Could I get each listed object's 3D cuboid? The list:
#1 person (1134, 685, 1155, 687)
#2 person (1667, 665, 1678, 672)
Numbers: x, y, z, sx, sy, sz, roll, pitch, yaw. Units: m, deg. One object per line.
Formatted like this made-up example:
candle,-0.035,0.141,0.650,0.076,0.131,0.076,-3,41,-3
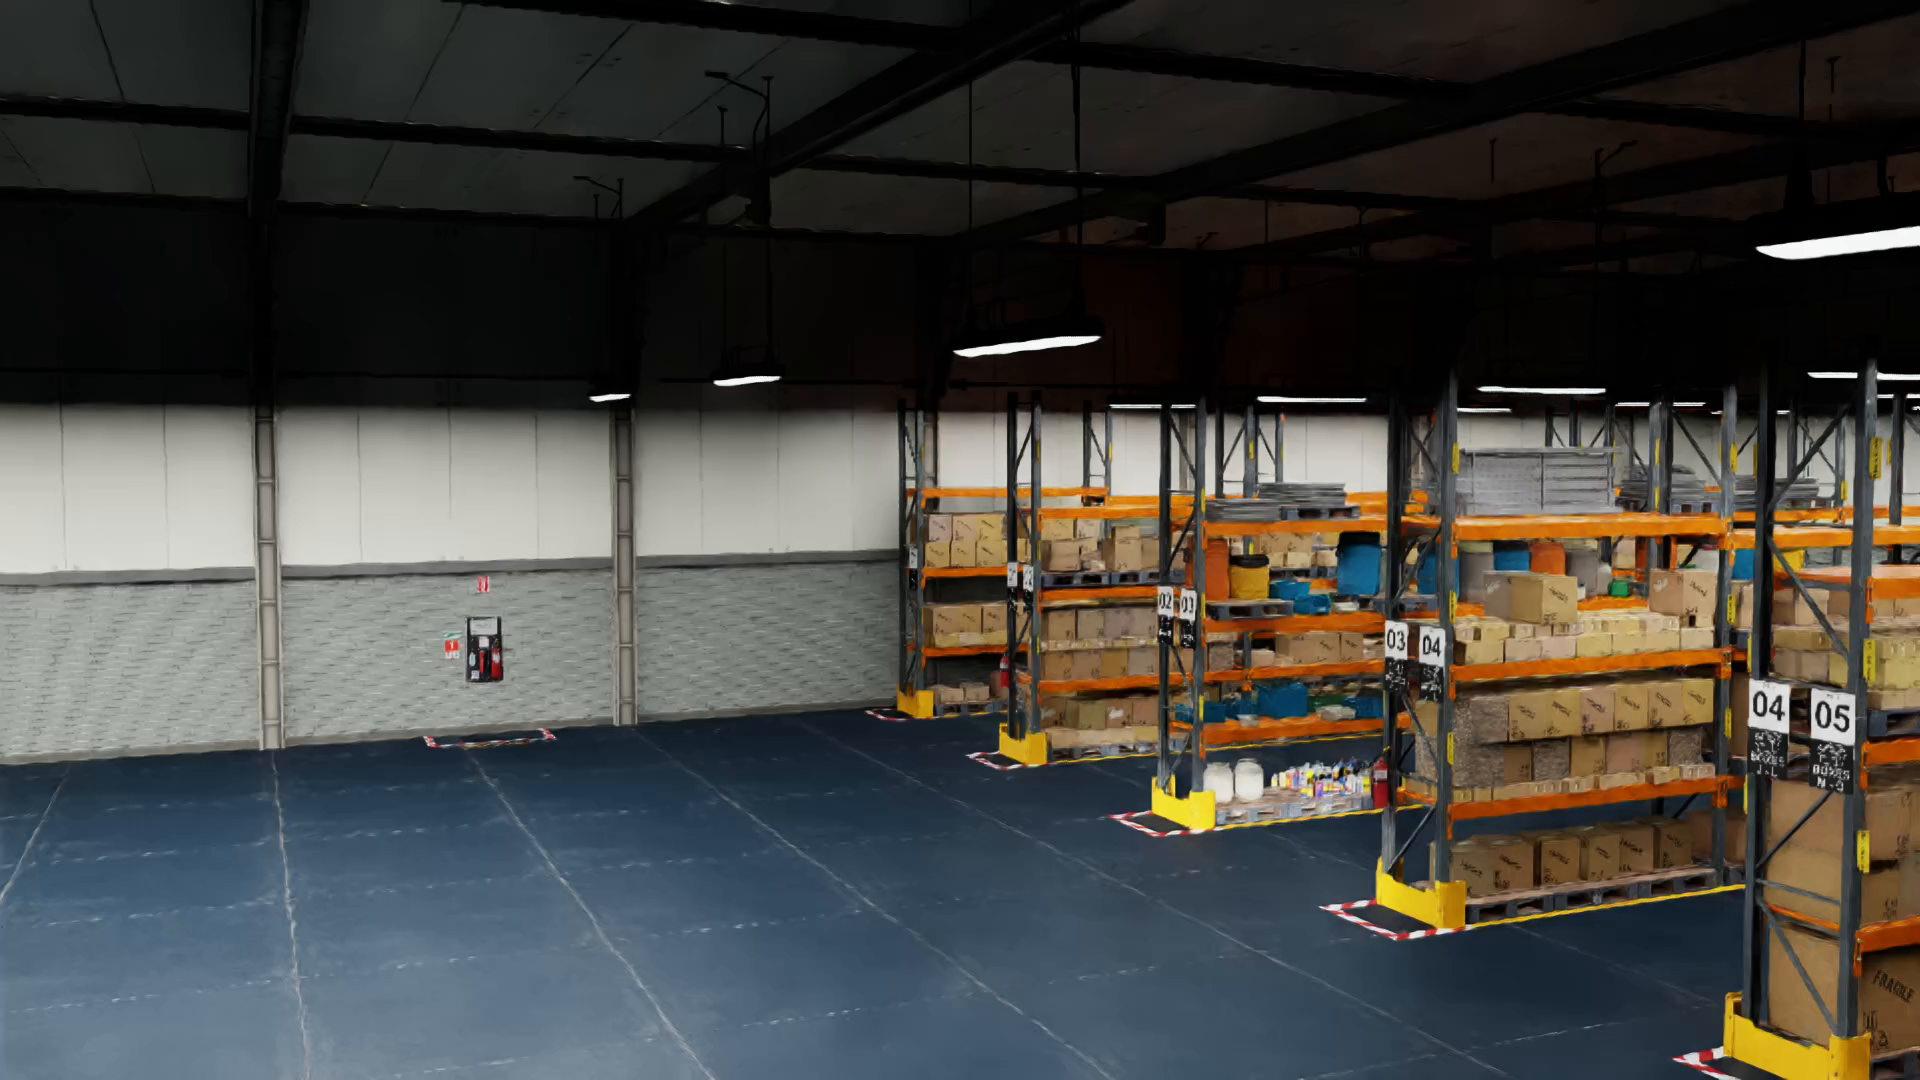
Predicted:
person,3.300,2.540,29.988,1.193,1.700,0.588,-2,4,-26
person,12.071,2.708,28.106,0.536,1.588,0.532,0,3,2
